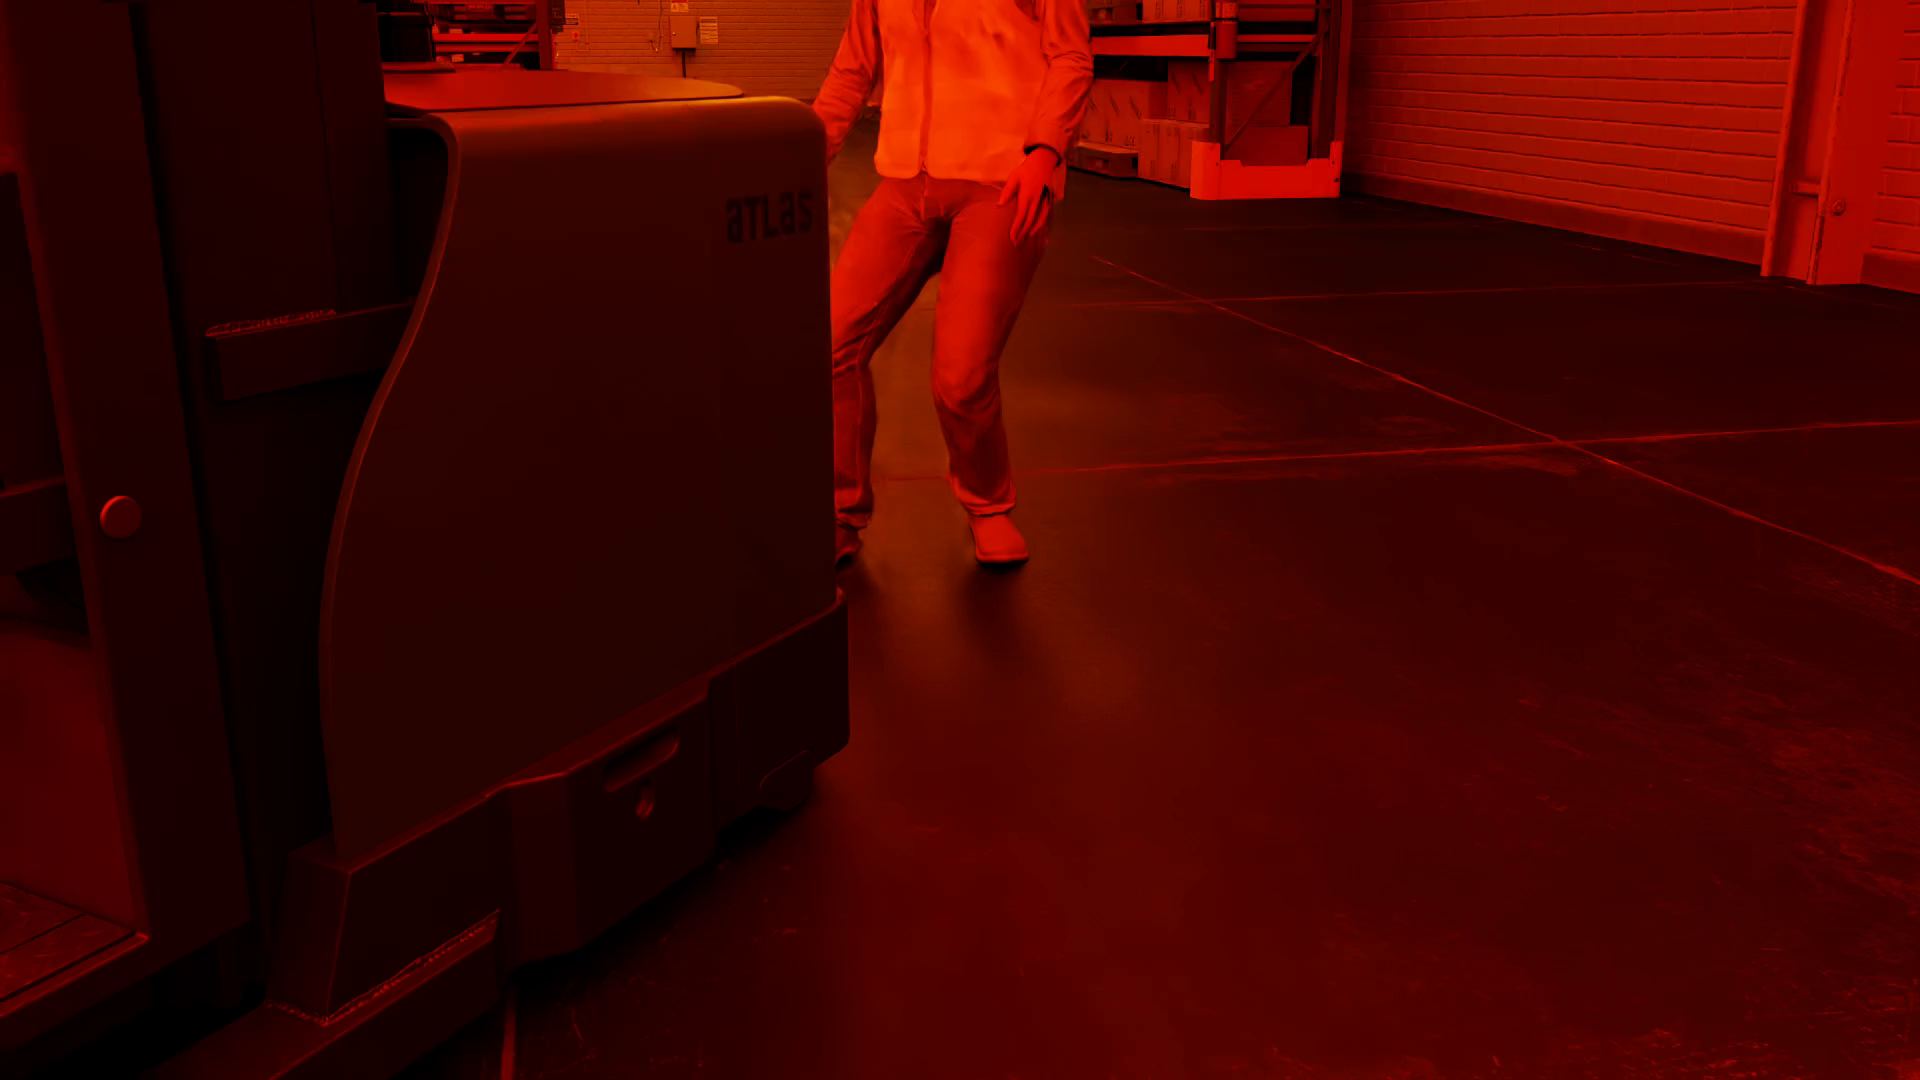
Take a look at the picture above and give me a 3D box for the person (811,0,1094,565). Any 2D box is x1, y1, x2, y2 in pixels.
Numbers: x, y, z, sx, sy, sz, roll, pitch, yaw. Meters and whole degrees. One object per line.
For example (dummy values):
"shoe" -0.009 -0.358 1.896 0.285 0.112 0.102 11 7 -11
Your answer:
"person" -0.107 -0.781 3.638 0.717 1.718 0.634 11 20 32

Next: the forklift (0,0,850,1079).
"forklift" -1.314 -0.718 1.282 1.130 2.935 3.031 9 19 27
